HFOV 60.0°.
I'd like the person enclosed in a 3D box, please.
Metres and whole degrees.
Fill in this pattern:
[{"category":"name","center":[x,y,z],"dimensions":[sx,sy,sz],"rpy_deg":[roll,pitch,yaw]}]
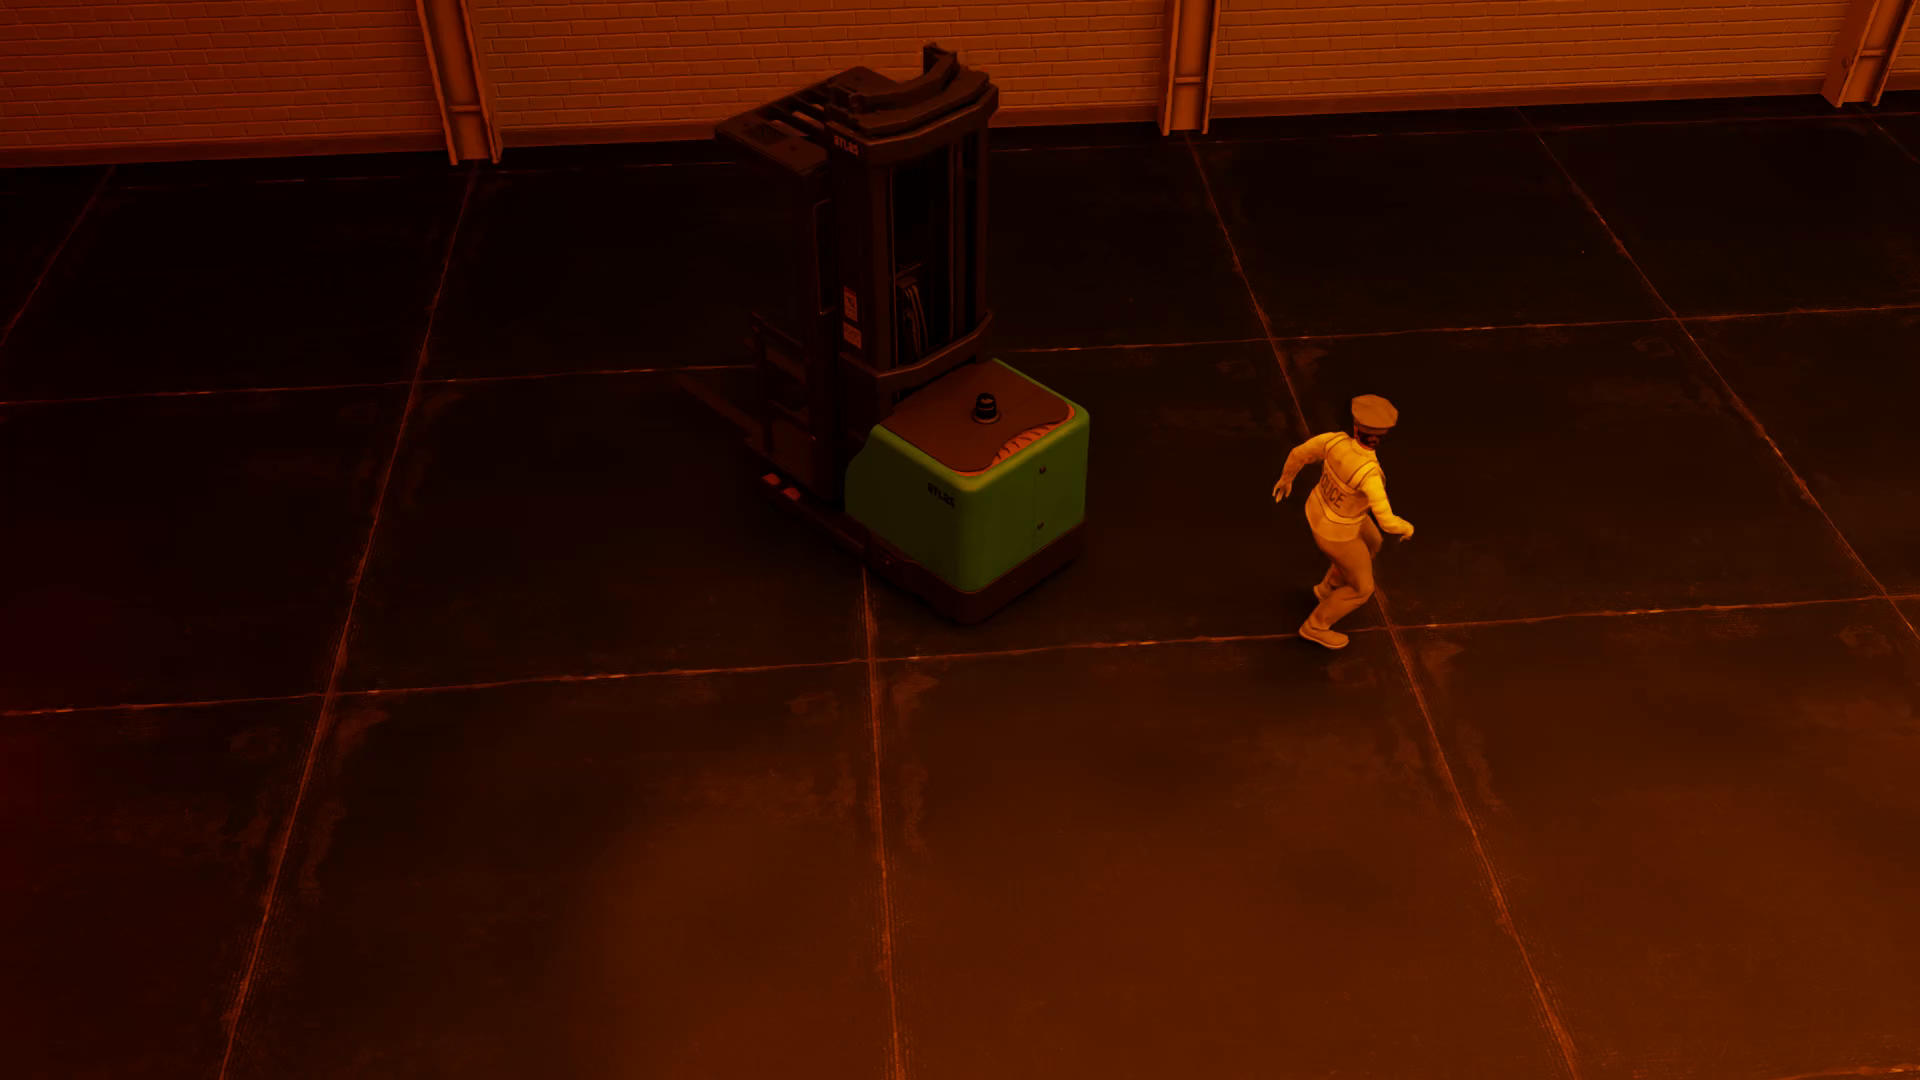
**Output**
[{"category":"person","center":[2.108,-0.090,9.095],"dimensions":[0.671,1.613,0.654],"rpy_deg":[-4,41,-5]}]

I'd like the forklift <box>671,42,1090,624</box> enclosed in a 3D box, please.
[{"category":"forklift","center":[-0.638,-1.488,9.678],"dimensions":[1.130,2.935,3.031],"rpy_deg":[-33,50,-32]}]
